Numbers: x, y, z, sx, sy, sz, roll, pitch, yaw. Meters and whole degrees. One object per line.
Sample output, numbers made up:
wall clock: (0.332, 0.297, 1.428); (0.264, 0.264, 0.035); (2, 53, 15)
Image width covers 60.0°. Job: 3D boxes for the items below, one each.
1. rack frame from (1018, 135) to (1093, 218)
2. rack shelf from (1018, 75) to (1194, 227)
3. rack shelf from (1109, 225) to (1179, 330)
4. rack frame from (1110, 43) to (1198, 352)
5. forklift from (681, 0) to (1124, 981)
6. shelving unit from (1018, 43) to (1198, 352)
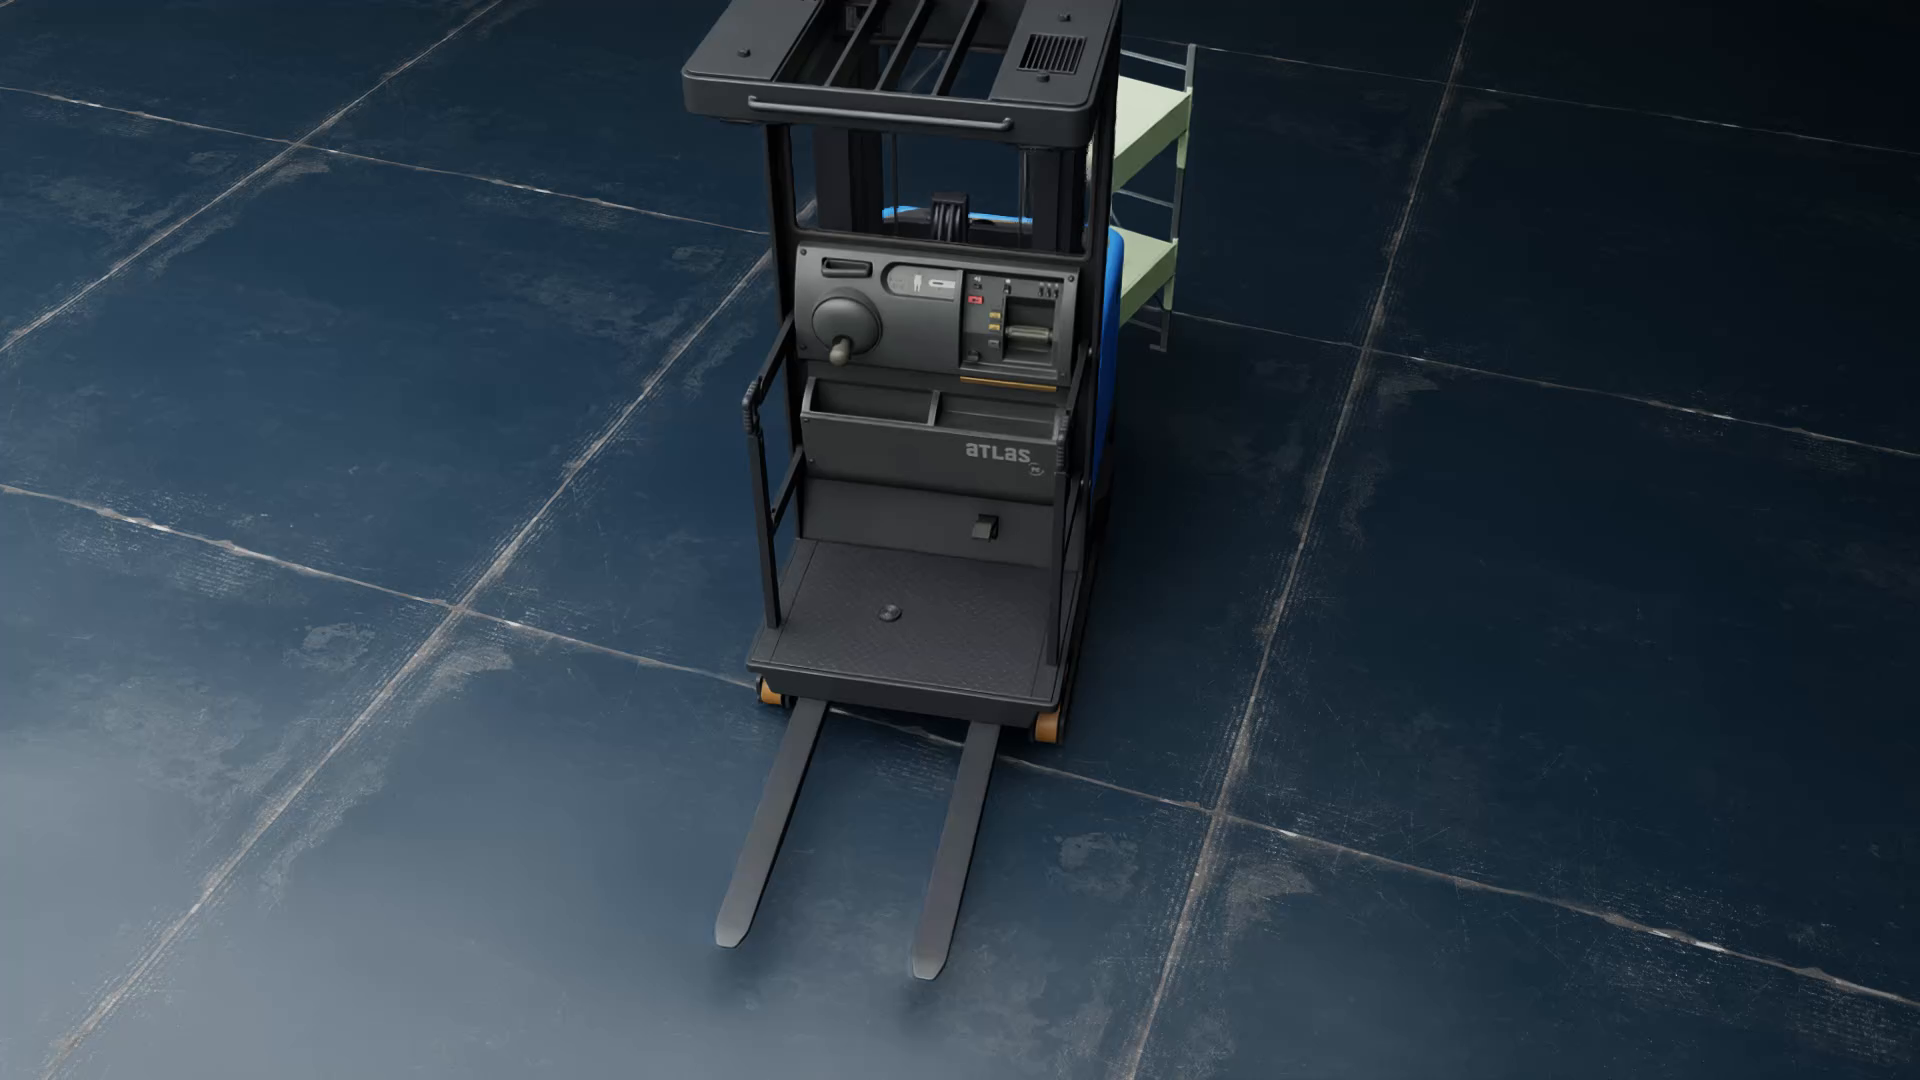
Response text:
rack frame: (0.414, -1.118, 6.905); (0.400, 1.500, 0.023); (22, 45, 24)
rack shelf: (0.607, -1.617, 6.888); (0.431, 0.370, 0.720); (22, 45, 24)
rack shelf: (0.607, -1.072, 7.353); (0.431, 0.370, 0.720); (22, 45, 24)
rack frame: (0.800, -1.522, 7.378); (0.400, 1.500, 0.023); (22, 45, 24)
forklift: (-0.120, -0.656, 5.260); (1.130, 2.935, 3.031); (7, 41, 8)
shelving unit: (0.607, -1.320, 7.141); (0.431, 1.500, 0.755); (22, 45, 24)
